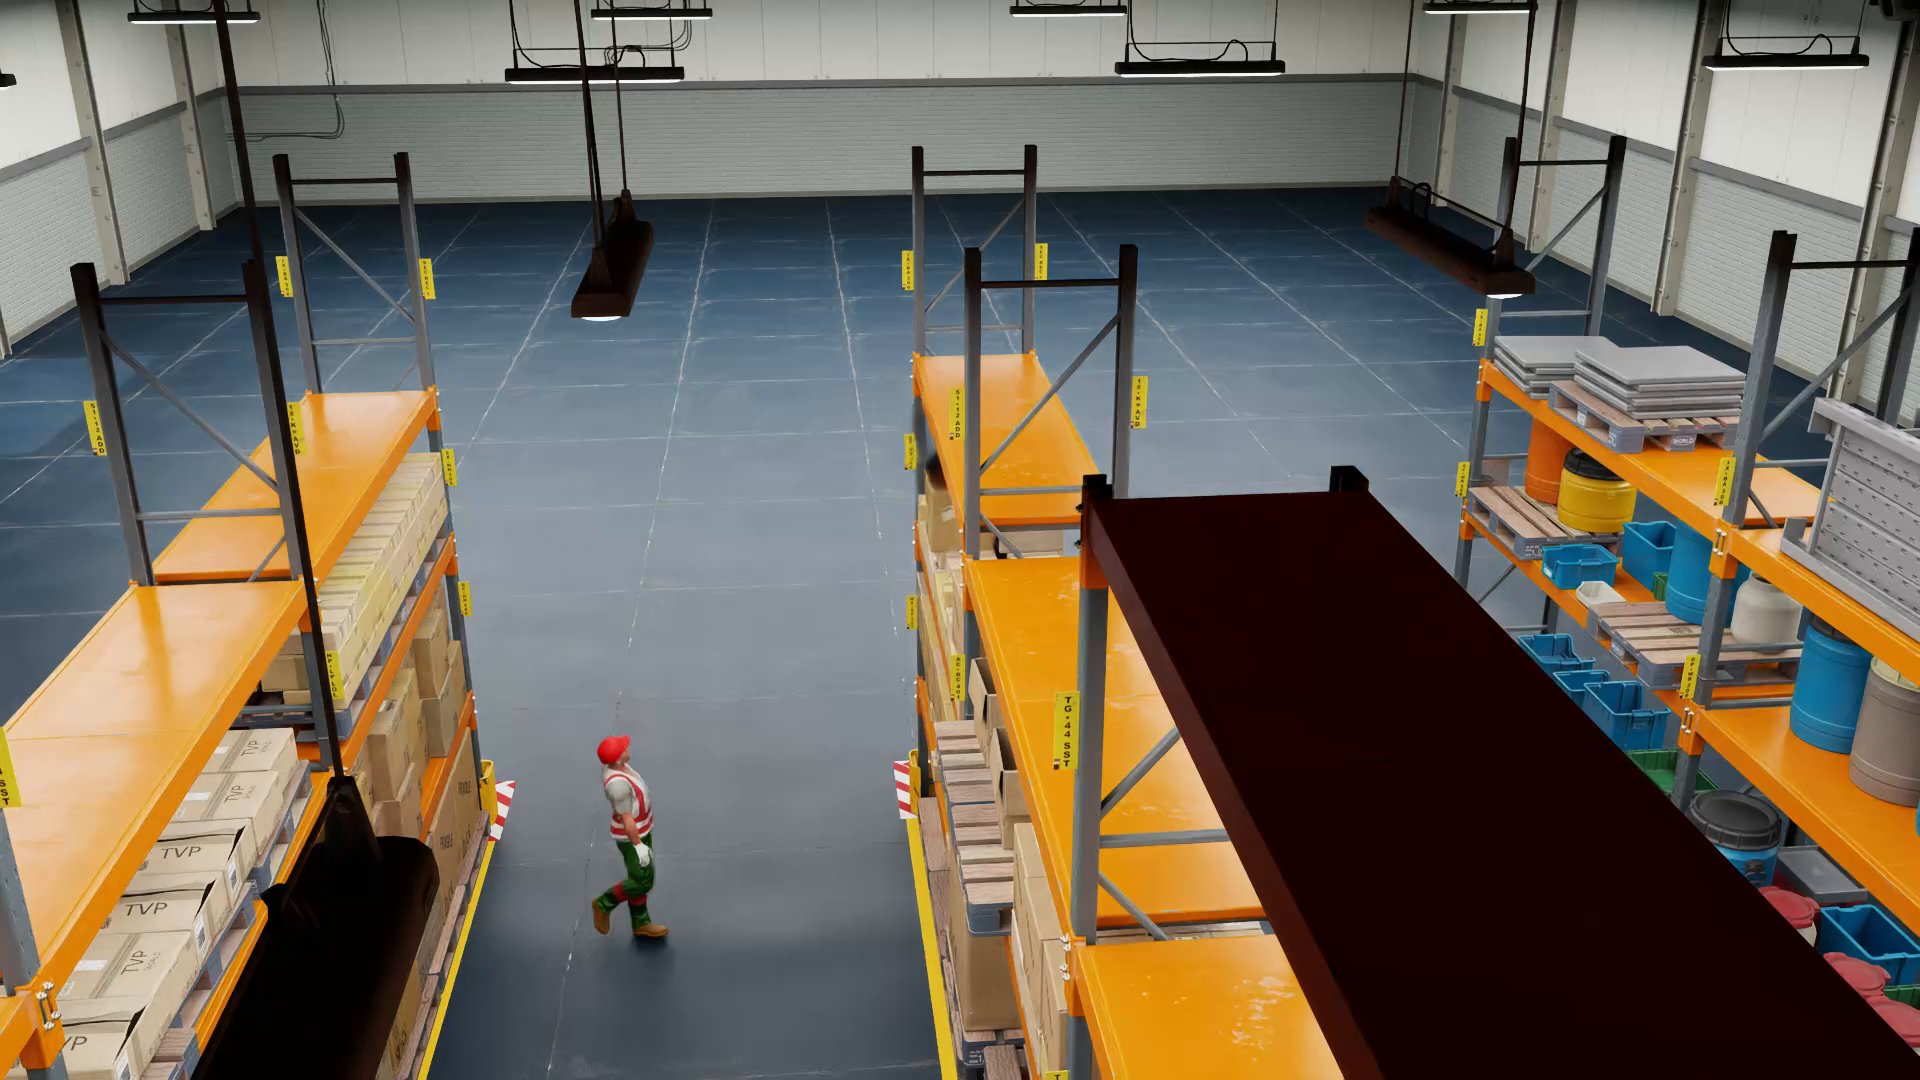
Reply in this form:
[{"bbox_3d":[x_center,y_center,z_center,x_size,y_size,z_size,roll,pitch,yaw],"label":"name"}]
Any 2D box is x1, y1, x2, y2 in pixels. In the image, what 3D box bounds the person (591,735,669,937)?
[{"bbox_3d":[-2.660,2.348,13.288,0.606,1.770,0.572,2,22,4],"label":"person"}]
